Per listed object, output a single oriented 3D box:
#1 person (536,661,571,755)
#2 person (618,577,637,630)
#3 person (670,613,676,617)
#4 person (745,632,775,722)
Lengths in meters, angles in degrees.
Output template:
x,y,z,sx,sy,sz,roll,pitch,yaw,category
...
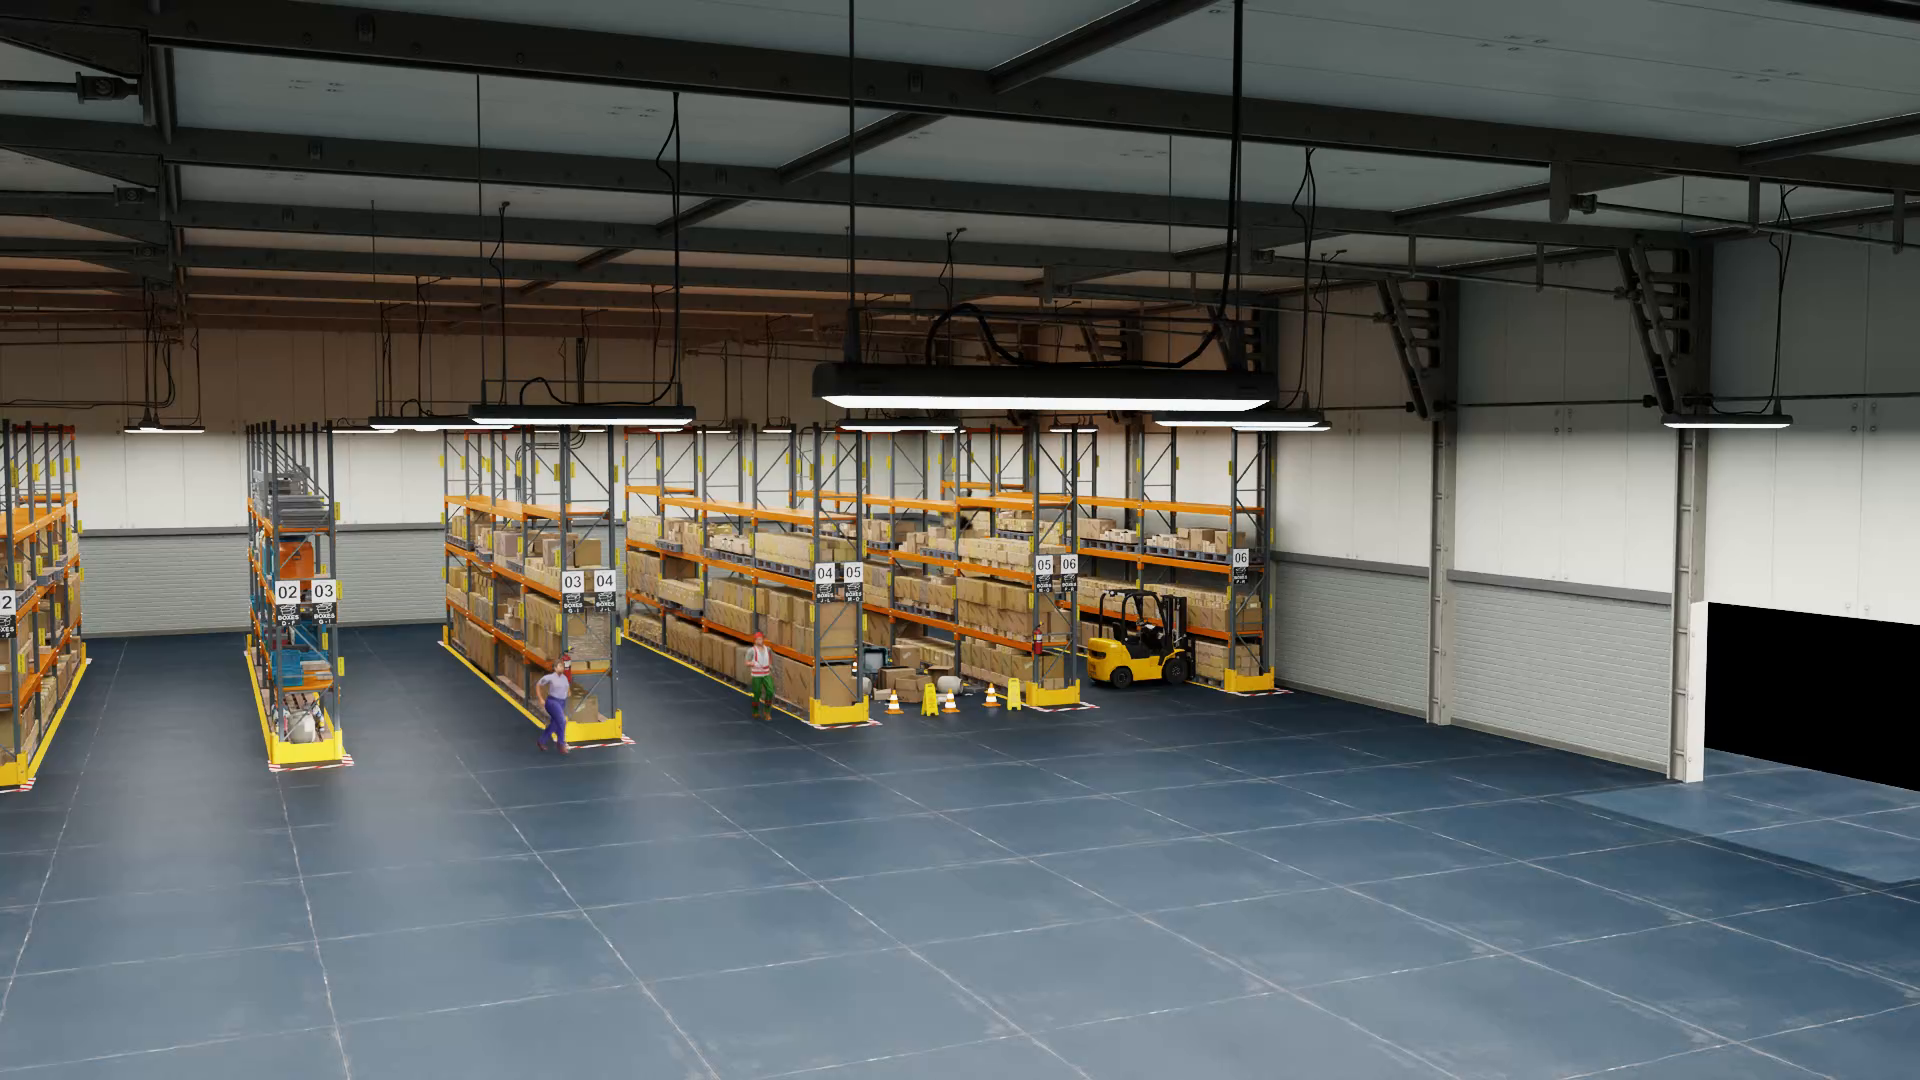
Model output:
x,y,z,sx,sy,sz,roll,pitch,yaw,category
-7.290,3.020,30.159,0.787,1.641,0.602,2,4,26,person
-9.709,1.823,48.872,0.891,1.699,0.617,-2,4,-29,person
-8.444,1.845,49.383,0.778,1.652,0.651,3,4,36,person
-3.989,2.749,33.355,0.635,1.817,0.741,-2,4,-25,person
